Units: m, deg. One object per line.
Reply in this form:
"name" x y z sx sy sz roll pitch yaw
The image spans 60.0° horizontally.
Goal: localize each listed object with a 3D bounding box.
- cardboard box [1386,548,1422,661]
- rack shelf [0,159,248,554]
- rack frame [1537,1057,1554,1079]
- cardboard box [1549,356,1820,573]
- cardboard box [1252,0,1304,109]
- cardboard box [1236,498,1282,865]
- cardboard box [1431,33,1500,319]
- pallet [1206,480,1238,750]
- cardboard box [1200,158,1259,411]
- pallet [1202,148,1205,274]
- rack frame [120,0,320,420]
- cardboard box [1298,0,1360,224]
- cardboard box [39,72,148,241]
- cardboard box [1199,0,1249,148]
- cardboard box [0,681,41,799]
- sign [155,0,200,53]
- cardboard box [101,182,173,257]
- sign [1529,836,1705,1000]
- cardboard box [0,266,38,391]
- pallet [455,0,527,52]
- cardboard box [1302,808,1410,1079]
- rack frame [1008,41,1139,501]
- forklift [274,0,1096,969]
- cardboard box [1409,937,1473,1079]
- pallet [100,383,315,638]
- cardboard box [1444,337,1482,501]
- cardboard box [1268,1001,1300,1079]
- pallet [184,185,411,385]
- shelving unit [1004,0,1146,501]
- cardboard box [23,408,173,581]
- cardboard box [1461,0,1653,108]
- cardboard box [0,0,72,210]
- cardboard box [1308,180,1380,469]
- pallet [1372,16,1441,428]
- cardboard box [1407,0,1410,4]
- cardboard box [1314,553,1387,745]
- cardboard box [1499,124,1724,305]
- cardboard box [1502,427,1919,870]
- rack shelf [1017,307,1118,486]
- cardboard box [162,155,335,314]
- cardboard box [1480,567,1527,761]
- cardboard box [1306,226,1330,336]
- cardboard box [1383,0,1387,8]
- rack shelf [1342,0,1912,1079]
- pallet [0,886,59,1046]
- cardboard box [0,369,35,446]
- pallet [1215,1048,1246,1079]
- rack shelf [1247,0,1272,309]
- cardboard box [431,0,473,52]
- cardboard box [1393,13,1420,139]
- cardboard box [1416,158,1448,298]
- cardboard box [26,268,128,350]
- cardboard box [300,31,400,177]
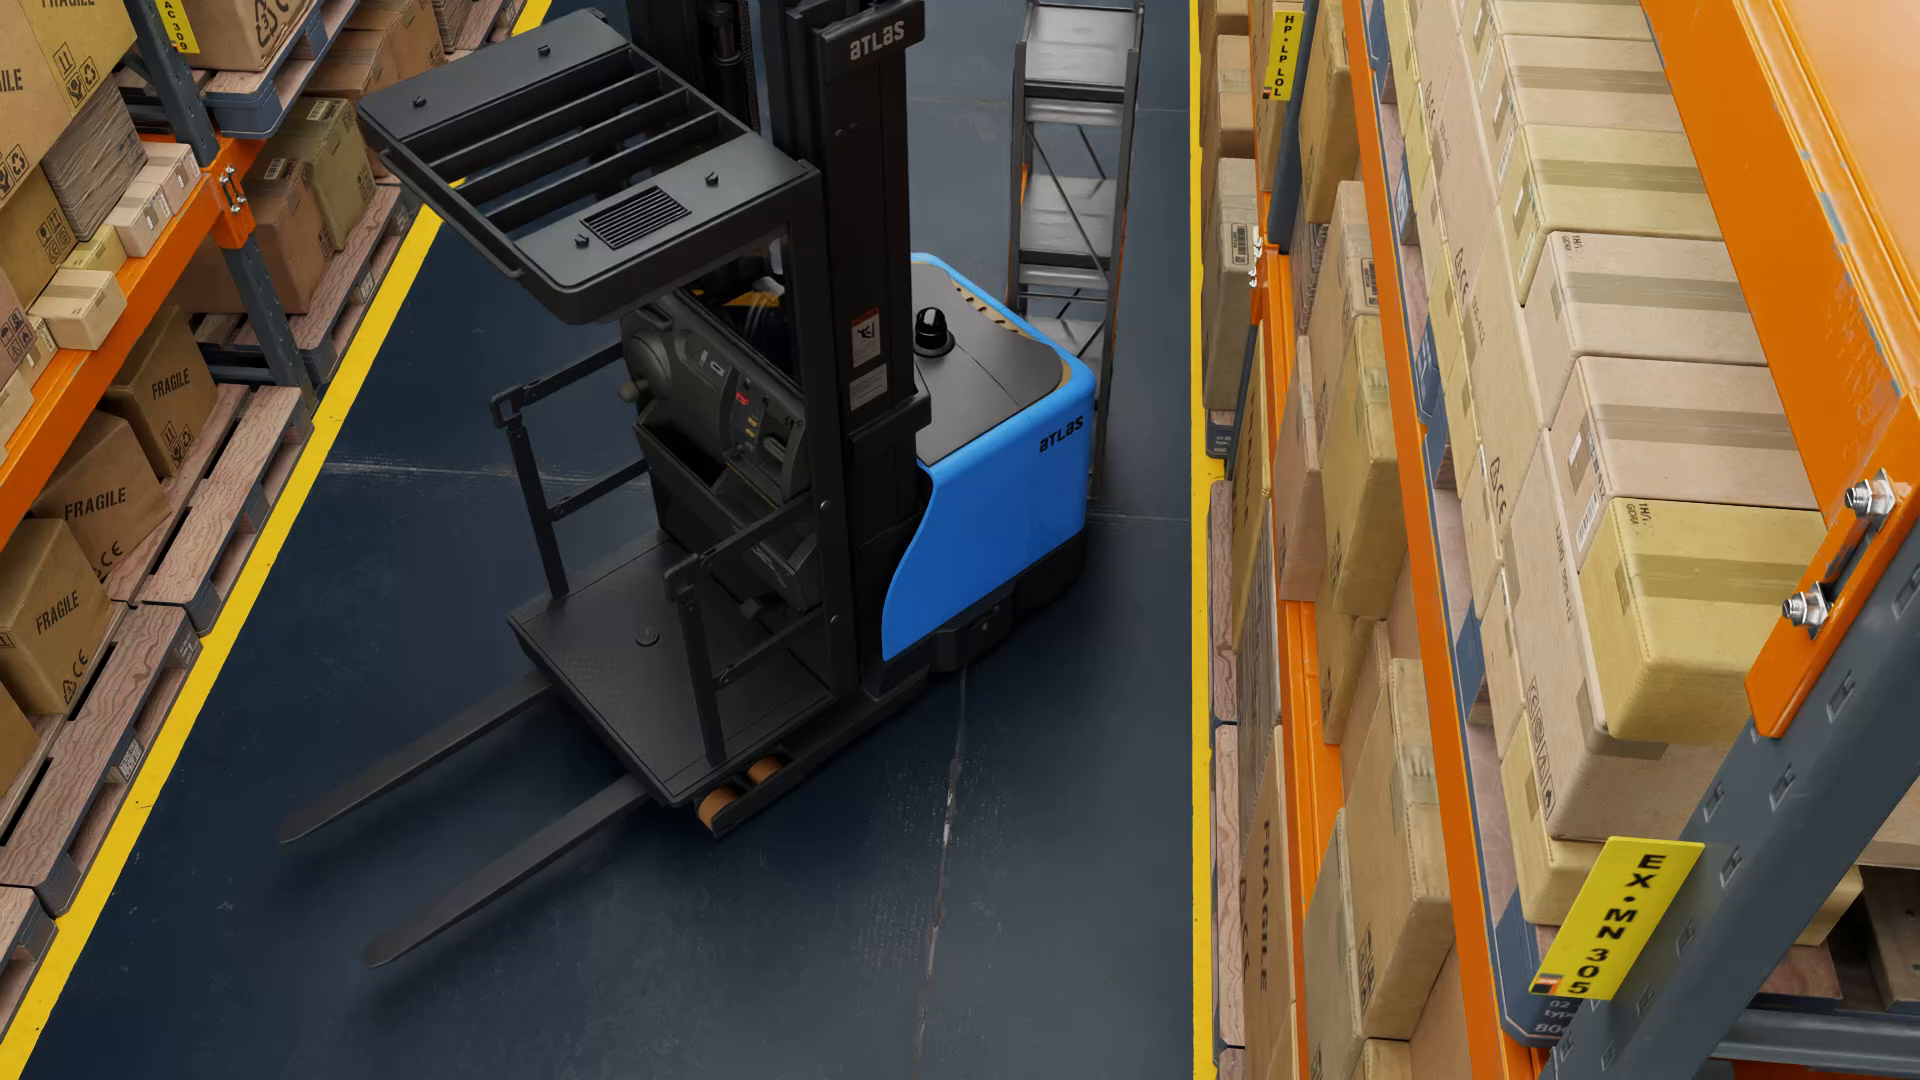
"cardboard box" 1.459 0.246 3.685 0.875 0.550 0.550 4 48 4
"rack shelf" -3.506 0.109 5.131 1.077 0.370 4.000 4 48 4
"rack frame" 1.242 1.743 3.149 1.000 3.000 0.127 4 48 4
"cardboard box" 0.959 -0.082 2.063 0.380 0.149 0.250 4 48 4
"cardboard box" 1.434 -2.002 6.507 0.500 0.500 0.500 3 48 3
"cardboard box" 1.401 0.500 5.442 0.875 0.875 0.875 4 48 4
"cardboard box" 1.101 -0.609 2.815 0.500 0.250 0.500 4 48 3
"pallet" 1.459 0.299 6.360 1.003 0.211 1.213 4 48 4
"cardboard box" 1.573 -1.041 6.935 1.050 0.750 0.750 4 48 3
"pallet" 1.710 -1.726 8.211 1.003 0.211 1.213 4 48 4
"rack frame" -3.324 -1.604 6.210 1.000 3.000 0.127 4 48 4
"cardboard box" 1.538 -1.342 5.137 0.875 0.550 0.550 4 48 4
"cardboard box" -3.427 -1.411 5.765 0.875 0.500 0.500 4 48 4
"cardboard box" 1.749 -2.434 8.209 1.050 0.750 0.750 5 48 4
"cardboard box" -3.519 0.679 5.531 0.500 0.500 0.500 8 48 7
"sign" -2.783 -1.865 5.862 0.100 0.325 0.005 4 48 4
"cardboard box" -3.083 -1.158 5.973 0.380 0.149 0.250 4 48 4
"sign" 0.703 0.412 1.787 0.100 0.325 0.005 4 48 4
"cardboard box" -3.452 -0.672 5.089 0.875 0.500 0.500 4 48 4
"pallet" -3.032 -3.028 9.402 1.003 0.211 1.213 4 48 4
"cardboard box" 1.259 1.011 3.716 0.875 0.550 0.550 4 48 4
"rack frame" 0.379 -0.894 6.171 0.400 2.100 0.015 5 48 5
"forklift" -0.944 -0.406 5.161 3.031 2.935 1.130 -33 55 -26
"cardboard box" 1.314 1.058 2.942 0.875 0.550 0.550 4 48 4
"pallet" -3.350 -0.167 6.785 1.003 0.211 1.213 4 48 4
"cardboard box" 1.005 -0.186 2.699 0.380 0.149 0.250 4 48 4
"cardboard box" 1.238 1.816 4.237 0.875 0.875 0.875 4 48 4
"pallet" -3.254 -1.235 7.762 1.003 0.211 1.213 4 48 4
"shelving unit" 0.410 -1.073 6.334 0.431 2.100 0.503 5 48 5
"cardboard box" -3.445 -0.189 6.326 0.500 0.500 0.500 18 50 16
"cardboard box" 1.051 -0.833 2.750 0.380 0.149 0.250 3 48 3
"cardboard box" -3.135 -1.359 5.039 0.500 0.500 0.500 4 48 4
"cardboard box" 1.418 -0.543 4.406 0.875 0.550 0.550 4 48 4
"pallet" 1.407 -0.684 3.396 1.003 0.211 1.213 4 48 4
"cardboard box" 1.193 -1.351 3.494 0.500 0.250 0.500 3 48 3
"cardboard box" 1.442 0.216 4.444 0.875 0.550 0.500 4 48 4
"cardboard box" 1.004 -0.461 2.410 0.380 0.149 0.250 5 48 4
"cardboard box" 1.008 0.127 2.142 0.500 0.250 0.500 4 48 4
"rack shelf" 0.410 -0.591 6.861 0.431 0.518 0.480 5 48 5
"cardboard box" -3.247 -1.358 7.381 0.700 0.500 0.500 1 48 1
"cardboard box" 0.958 0.188 2.356 0.380 0.149 0.250 4 48 4
"cardboard box" 1.557 -0.569 5.162 0.875 0.550 0.550 4 48 4
"cardboard box" 1.144 -1.306 3.723 0.380 0.149 0.250 3 48 3
"rack shelf" 1.424 -0.544 3.599 0.831 0.071 3.687 4 48 4
"pallet" -3.572 1.626 5.145 1.003 0.211 1.213 4 48 4
"cardboard box" -3.214 -0.426 5.303 0.380 0.149 0.250 4 48 4
"pallet" 1.237 2.092 4.720 1.003 0.211 1.213 4 48 4
"rack shelf" 1.788 -2.423 7.447 1.077 0.370 4.000 4 48 4
"cardboard box" -3.038 -2.946 8.833 0.700 0.500 0.500 0 48 0
"cardboard box" 1.096 -0.937 3.385 0.380 0.149 0.250 4 48 4
"cardboard box" 1.051 -0.560 3.041 0.380 0.149 0.250 4 48 4
"cardboard box" -3.077 -0.787 5.633 0.380 0.149 0.250 4 48 4
"cardboard box" -3.134 -2.119 8.077 0.700 0.500 0.500 0 48 0
